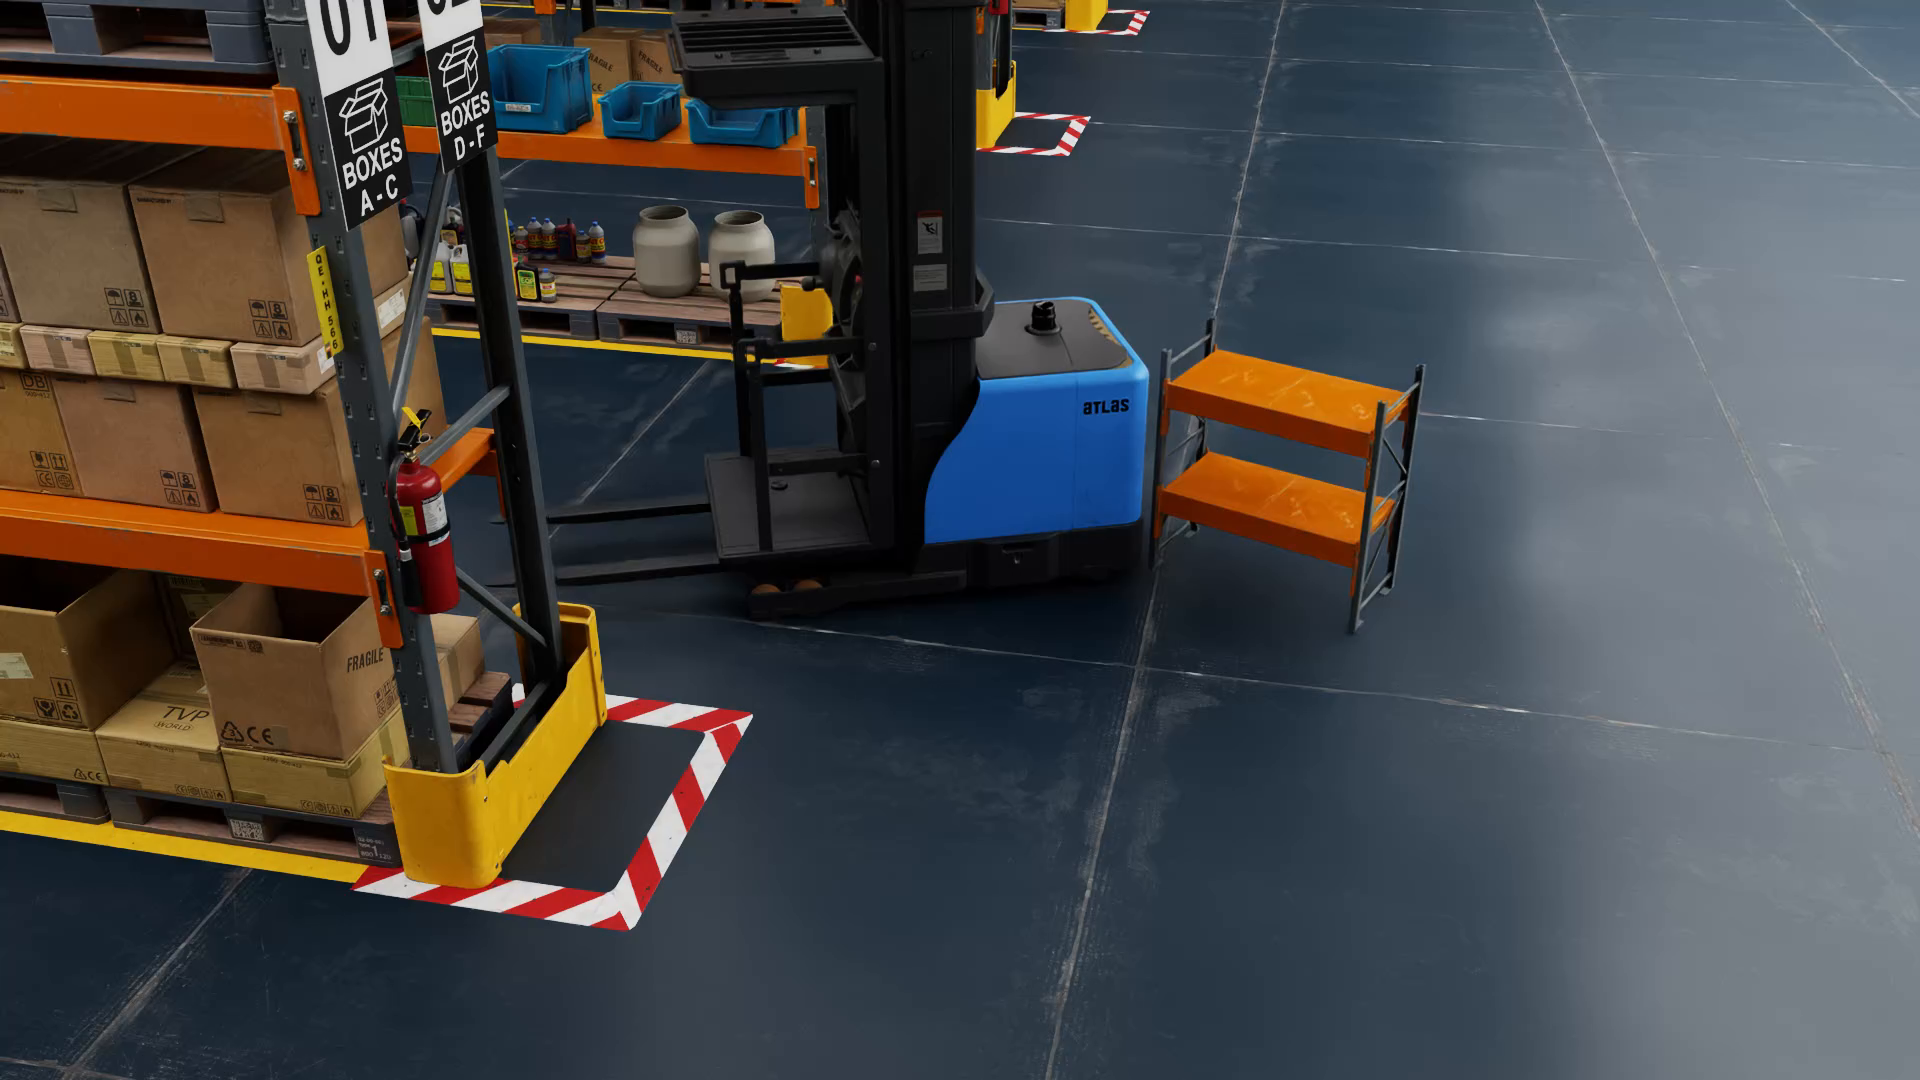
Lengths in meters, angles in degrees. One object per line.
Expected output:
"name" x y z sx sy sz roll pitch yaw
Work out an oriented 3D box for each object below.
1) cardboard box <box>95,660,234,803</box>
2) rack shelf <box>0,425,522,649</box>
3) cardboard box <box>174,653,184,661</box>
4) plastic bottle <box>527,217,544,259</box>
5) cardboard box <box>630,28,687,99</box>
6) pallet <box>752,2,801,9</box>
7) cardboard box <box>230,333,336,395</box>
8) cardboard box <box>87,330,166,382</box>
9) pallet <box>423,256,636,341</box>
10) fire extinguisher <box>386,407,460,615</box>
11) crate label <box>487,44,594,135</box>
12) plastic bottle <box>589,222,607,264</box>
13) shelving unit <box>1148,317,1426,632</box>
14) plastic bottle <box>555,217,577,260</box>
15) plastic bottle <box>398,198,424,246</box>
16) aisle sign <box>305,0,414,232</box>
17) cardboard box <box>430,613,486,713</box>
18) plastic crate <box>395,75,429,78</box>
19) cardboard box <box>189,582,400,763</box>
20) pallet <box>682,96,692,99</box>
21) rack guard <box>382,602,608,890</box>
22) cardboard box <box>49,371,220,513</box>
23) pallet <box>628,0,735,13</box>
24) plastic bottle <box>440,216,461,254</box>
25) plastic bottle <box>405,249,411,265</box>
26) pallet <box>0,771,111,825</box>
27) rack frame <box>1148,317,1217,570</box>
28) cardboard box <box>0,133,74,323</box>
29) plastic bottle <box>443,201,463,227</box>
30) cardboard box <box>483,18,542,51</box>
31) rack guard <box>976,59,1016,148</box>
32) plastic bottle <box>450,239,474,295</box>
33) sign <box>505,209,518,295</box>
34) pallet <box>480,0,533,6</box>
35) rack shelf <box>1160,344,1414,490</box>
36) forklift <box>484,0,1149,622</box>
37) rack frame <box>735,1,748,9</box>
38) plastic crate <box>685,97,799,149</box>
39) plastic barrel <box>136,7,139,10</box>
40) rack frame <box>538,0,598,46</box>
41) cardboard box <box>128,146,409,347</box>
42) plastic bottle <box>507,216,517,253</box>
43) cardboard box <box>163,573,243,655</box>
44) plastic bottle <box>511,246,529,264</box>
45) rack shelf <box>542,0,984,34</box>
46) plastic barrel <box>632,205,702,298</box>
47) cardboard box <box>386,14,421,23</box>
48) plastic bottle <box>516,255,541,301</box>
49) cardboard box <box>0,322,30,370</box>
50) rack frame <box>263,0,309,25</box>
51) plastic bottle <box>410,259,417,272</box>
"cardboard box" -2.844 0.712 6.253 0.500 0.250 0.500 6 29 11
"rack shelf" -3.722 -0.236 6.306 4.000 0.370 1.077 6 29 11
"cardboard box" -3.223 0.414 6.796 0.500 0.250 0.500 6 29 11
"plastic bottle" -2.870 -2.045 11.246 0.097 0.271 0.097 0 29 0
"cardboard box" -2.661 -4.379 15.290 0.500 0.500 0.500 16 32 26
"pallet" -1.744 -6.387 19.696 1.213 0.211 1.003 6 29 11
"cardboard box" -2.180 -0.628 5.494 0.250 0.149 0.380 5 29 10
"cardboard box" -2.686 -0.679 5.587 0.250 0.149 0.380 5 29 10
"pallet" -2.796 -1.646 11.037 1.213 0.211 1.003 6 29 11
"fire extinguisher" -1.748 -0.087 5.366 0.183 0.674 0.296 6 29 11
"crate label" -2.585 -2.750 10.112 0.616 0.435 0.502 6 29 11
"plastic bottle" -2.437 -2.001 11.164 0.097 0.271 0.097 0 29 0
"shelving unit" 1.477 -0.316 7.656 1.048 1.125 0.538 18 33 29
"plastic bottle" -2.654 -2.038 11.219 0.133 0.283 0.061 6 29 11
"plastic bottle" -3.763 -2.160 11.373 0.185 0.351 0.144 4 29 8
"aisle sign" -1.764 -1.347 4.879 0.004 0.787 0.394 6 29 11
"cardboard box" -2.245 0.513 6.616 0.500 0.250 0.500 6 29 11
"plastic crate" -3.501 -3.029 10.814 0.616 0.251 0.499 6 29 11
"cardboard box" -2.353 0.428 5.989 0.500 0.500 0.500 6 29 11
"pallet" -2.942 -4.130 15.574 1.213 0.211 1.003 6 29 11
"rack guard" -1.743 0.748 6.363 0.348 0.500 1.175 6 29 11
"cardboard box" -2.735 -0.498 5.932 0.500 0.500 0.700 7 29 12
"pallet" -3.242 -6.542 19.979 1.213 0.211 1.003 6 29 11
"plastic bottle" -3.443 -2.048 11.237 0.133 0.283 0.061 6 29 11
"plastic bottle" -3.601 -1.782 10.764 0.097 0.271 0.097 0 29 0
"pallet" -3.713 0.692 6.766 1.213 0.211 1.003 6 29 11
"rack frame" 1.054 -0.451 7.903 0.032 1.125 0.500 18 33 29
"cardboard box" -3.281 -1.122 5.721 0.500 0.500 0.700 6 29 11
"plastic bottle" -3.447 -2.128 11.314 0.185 0.351 0.144 6 29 10
"cardboard box" -4.202 -4.572 15.622 0.500 0.500 0.700 4 29 7
"rack guard" 0.231 -3.914 14.878 0.348 0.500 1.175 6 29 11
"plastic bottle" -3.155 -1.753 10.628 0.185 0.351 0.144 7 29 13
"sign" -1.645 -1.025 6.015 0.005 0.325 0.100 6 29 11
"pallet" -5.628 -6.787 20.426 1.213 0.211 1.003 6 29 11
"rack shelf" 1.477 -0.573 7.515 1.000 0.278 0.538 18 33 29
"forklift" -0.707 -1.191 7.373 3.031 2.935 1.130 -6 29 -10
"rack frame" -2.471 -7.723 19.233 0.127 3.000 1.000 6 29 11
"plastic crate" -1.280 -2.521 9.886 0.616 0.251 0.499 6 29 11
"plastic barrel" -5.530 -3.336 11.079 0.433 0.535 0.433 0 29 0
"rack frame" -3.606 -5.404 14.997 0.127 3.000 1.000 6 29 11
"cardboard box" -2.272 -1.022 5.538 0.500 0.500 0.700 6 29 11
"plastic bottle" -3.068 -2.066 11.283 0.097 0.271 0.097 0 29 0
"cardboard box" -2.734 0.135 6.525 0.500 0.500 0.500 6 29 11
"plastic bottle" -2.835 -1.745 10.684 0.133 0.283 0.061 6 29 11
"rack shelf" -1.650 -4.888 14.803 4.000 0.370 1.077 6 29 11
"plastic barrel" -1.878 -1.850 10.659 0.421 0.512 0.421 0 29 0
"cardboard box" -5.212 -4.685 15.828 0.500 0.500 0.700 3 29 6
"plastic bottle" -2.734 -1.660 10.528 0.133 0.283 0.061 7 29 12
"cardboard box" -3.189 -0.732 5.683 0.250 0.149 0.380 7 29 12
"rack frame" -1.767 -2.982 4.326 0.127 3.000 1.000 6 29 11
"plastic bottle" -3.481 -1.709 10.704 0.097 0.201 0.097 0 29 0
